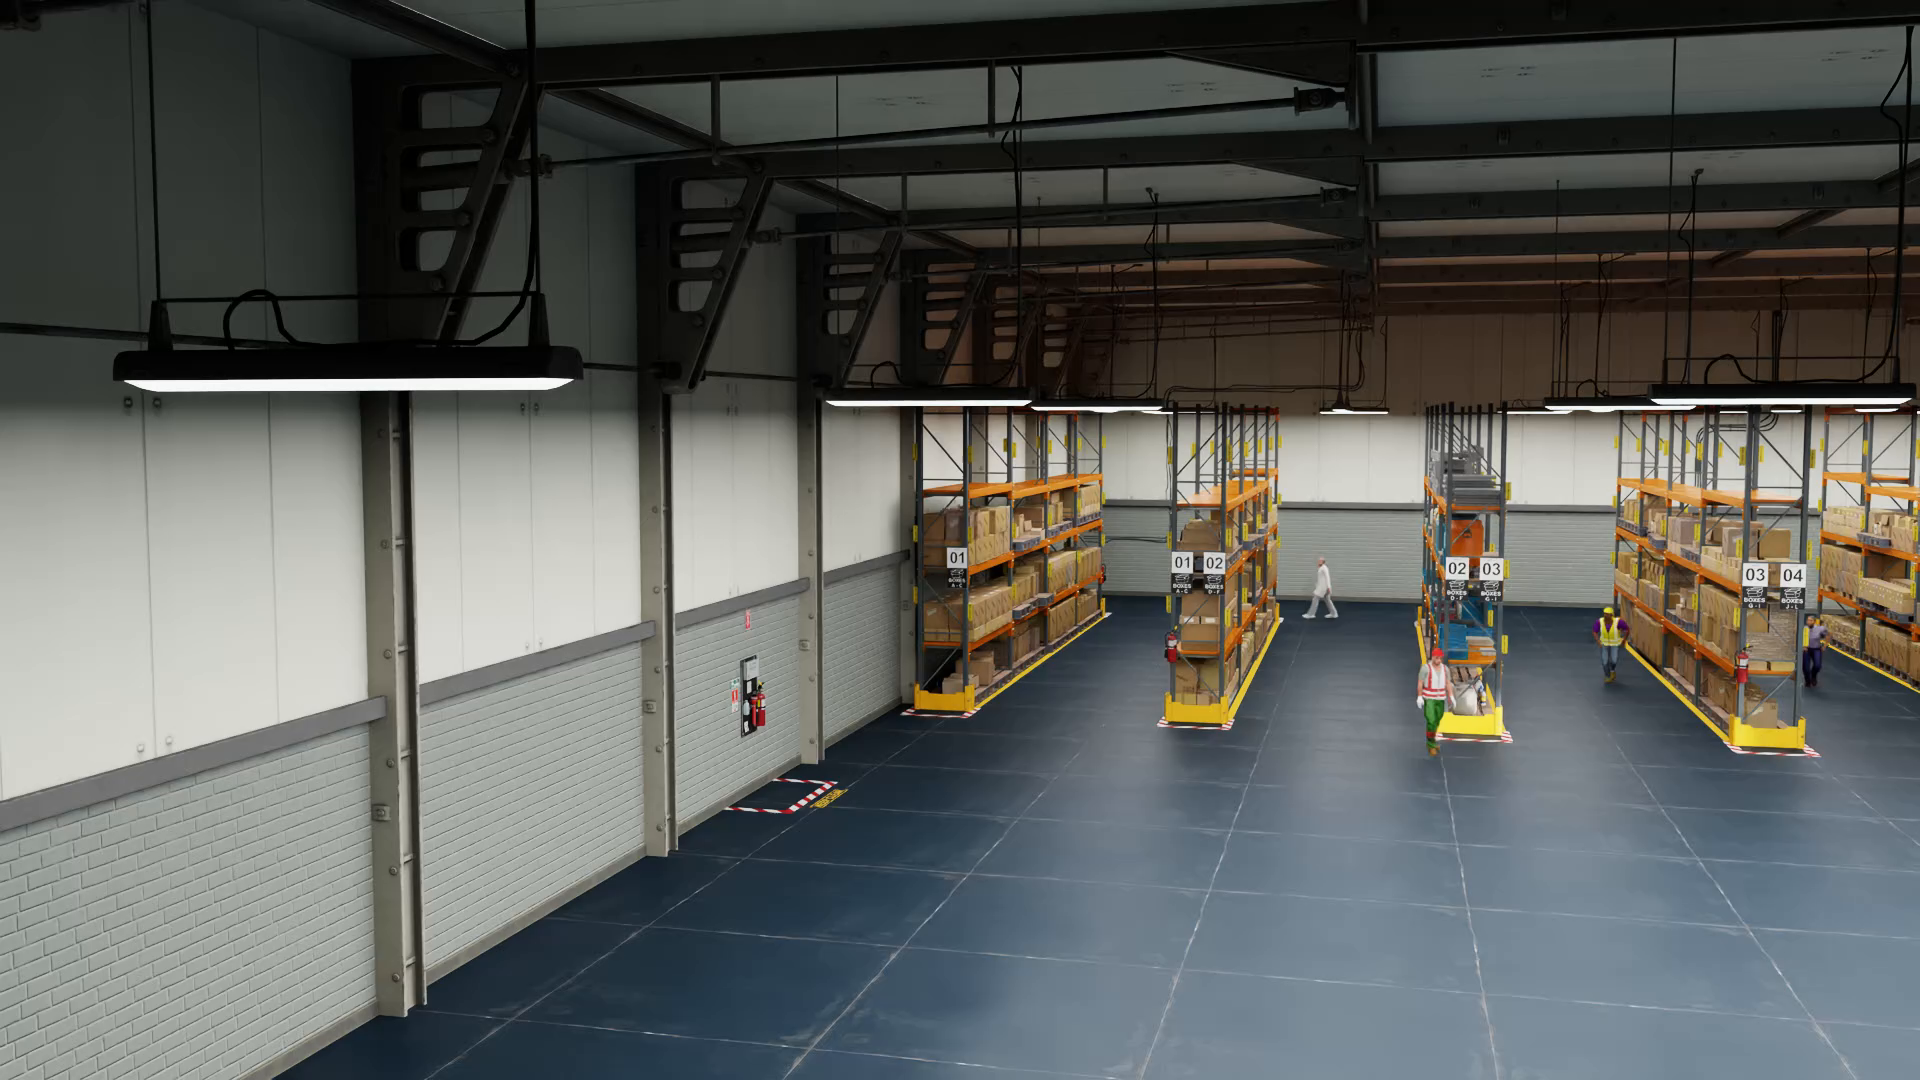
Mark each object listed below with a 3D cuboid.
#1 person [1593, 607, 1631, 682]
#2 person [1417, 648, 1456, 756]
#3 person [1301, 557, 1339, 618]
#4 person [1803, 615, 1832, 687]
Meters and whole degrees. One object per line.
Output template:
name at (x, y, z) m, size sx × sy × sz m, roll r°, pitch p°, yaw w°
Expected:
person at (13.998, 2.247, 35.733) m, size 0.761 × 1.670 × 0.722 m, roll 2°, pitch 5°, yaw 23°
person at (8.116, 2.748, 28.380) m, size 0.597 × 1.823 × 0.605 m, roll -1°, pitch 4°, yaw -8°
person at (10.240, 1.350, 47.252) m, size 1.063 × 1.718 × 0.526 m, roll 1°, pitch 4°, yaw 19°
person at (18.035, 2.370, 35.133) m, size 0.668 × 1.501 × 0.774 m, roll 2°, pitch 5°, yaw 24°
